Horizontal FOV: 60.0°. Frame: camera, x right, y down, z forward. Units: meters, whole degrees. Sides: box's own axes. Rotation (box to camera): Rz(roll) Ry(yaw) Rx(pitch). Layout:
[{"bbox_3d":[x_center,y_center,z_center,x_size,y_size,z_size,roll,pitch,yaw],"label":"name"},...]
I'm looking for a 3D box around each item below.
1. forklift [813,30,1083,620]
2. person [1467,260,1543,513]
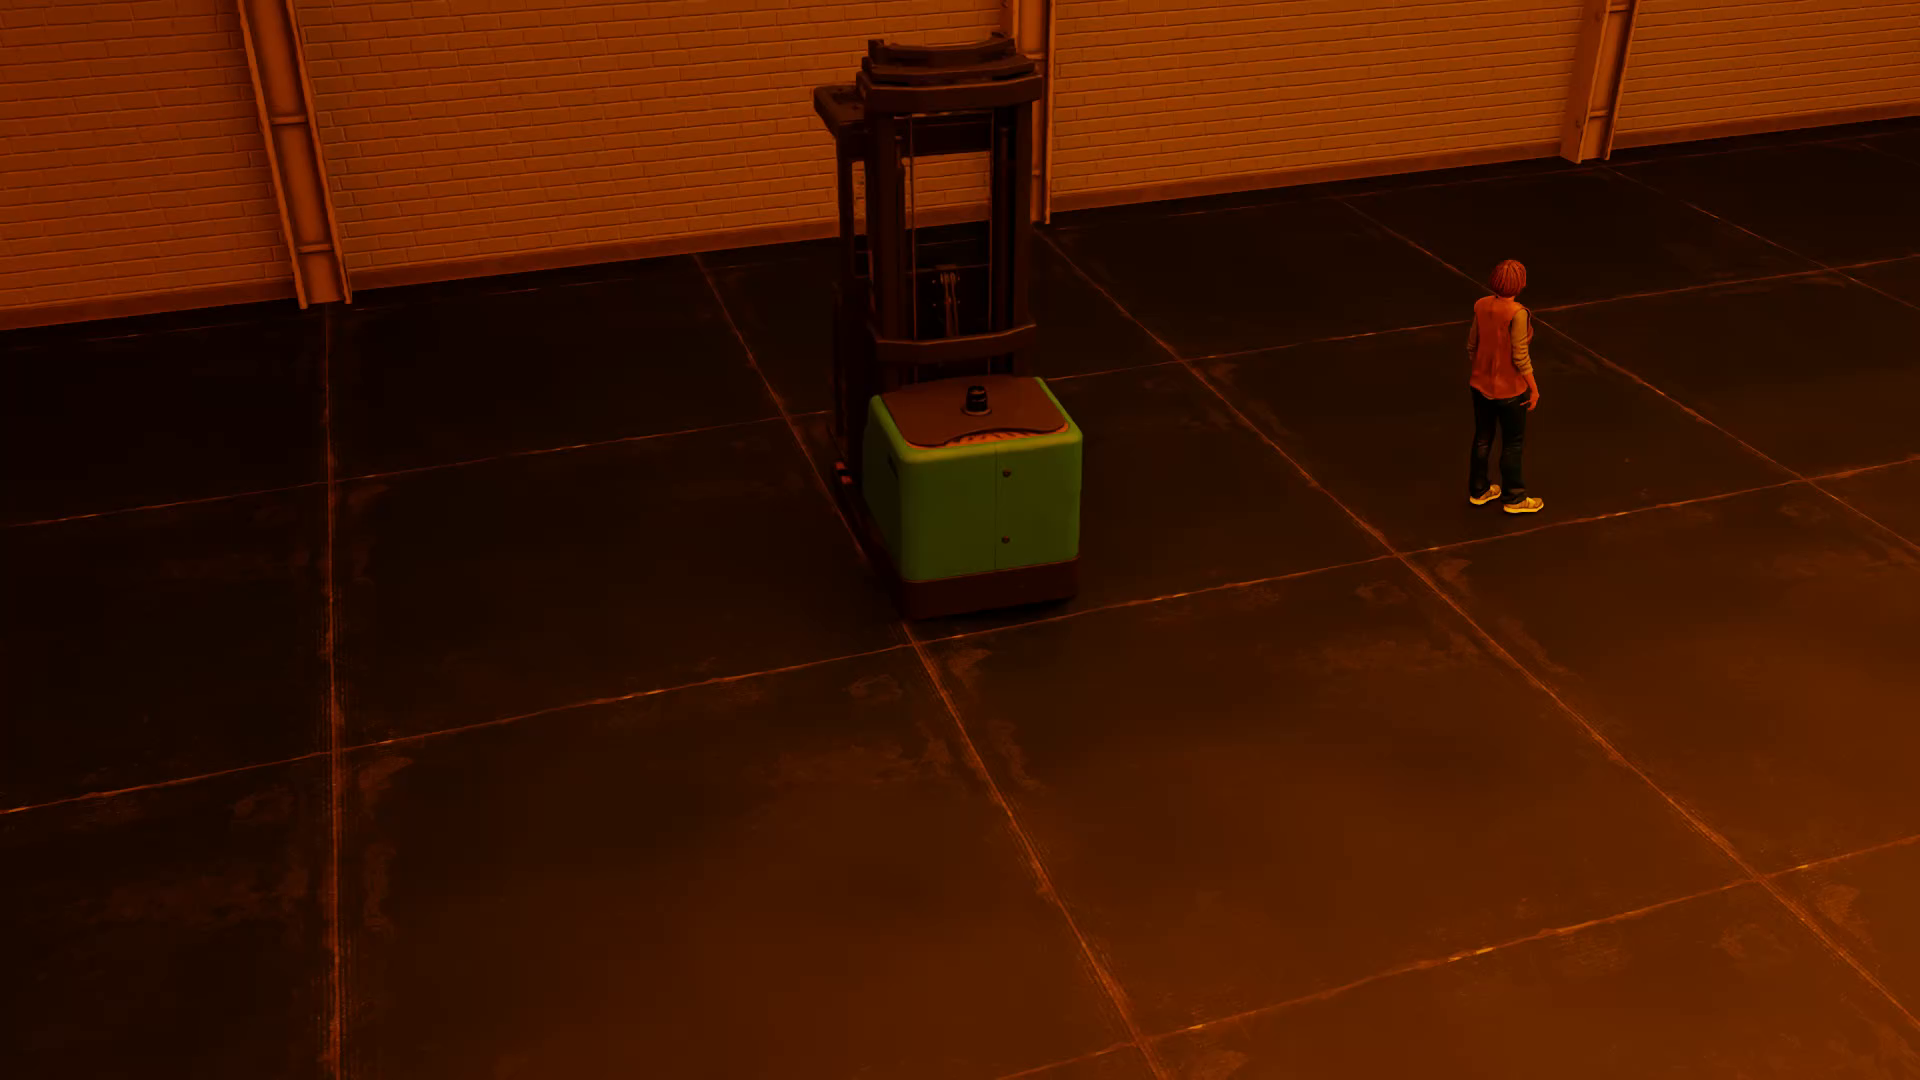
[{"bbox_3d":[-0.208,-1.556,9.792,1.130,2.935,3.031,-8,31,-13],"label":"forklift"},{"bbox_3d":[3.312,-0.936,10.037,0.475,1.597,0.520,-16,34,-26],"label":"person"}]
